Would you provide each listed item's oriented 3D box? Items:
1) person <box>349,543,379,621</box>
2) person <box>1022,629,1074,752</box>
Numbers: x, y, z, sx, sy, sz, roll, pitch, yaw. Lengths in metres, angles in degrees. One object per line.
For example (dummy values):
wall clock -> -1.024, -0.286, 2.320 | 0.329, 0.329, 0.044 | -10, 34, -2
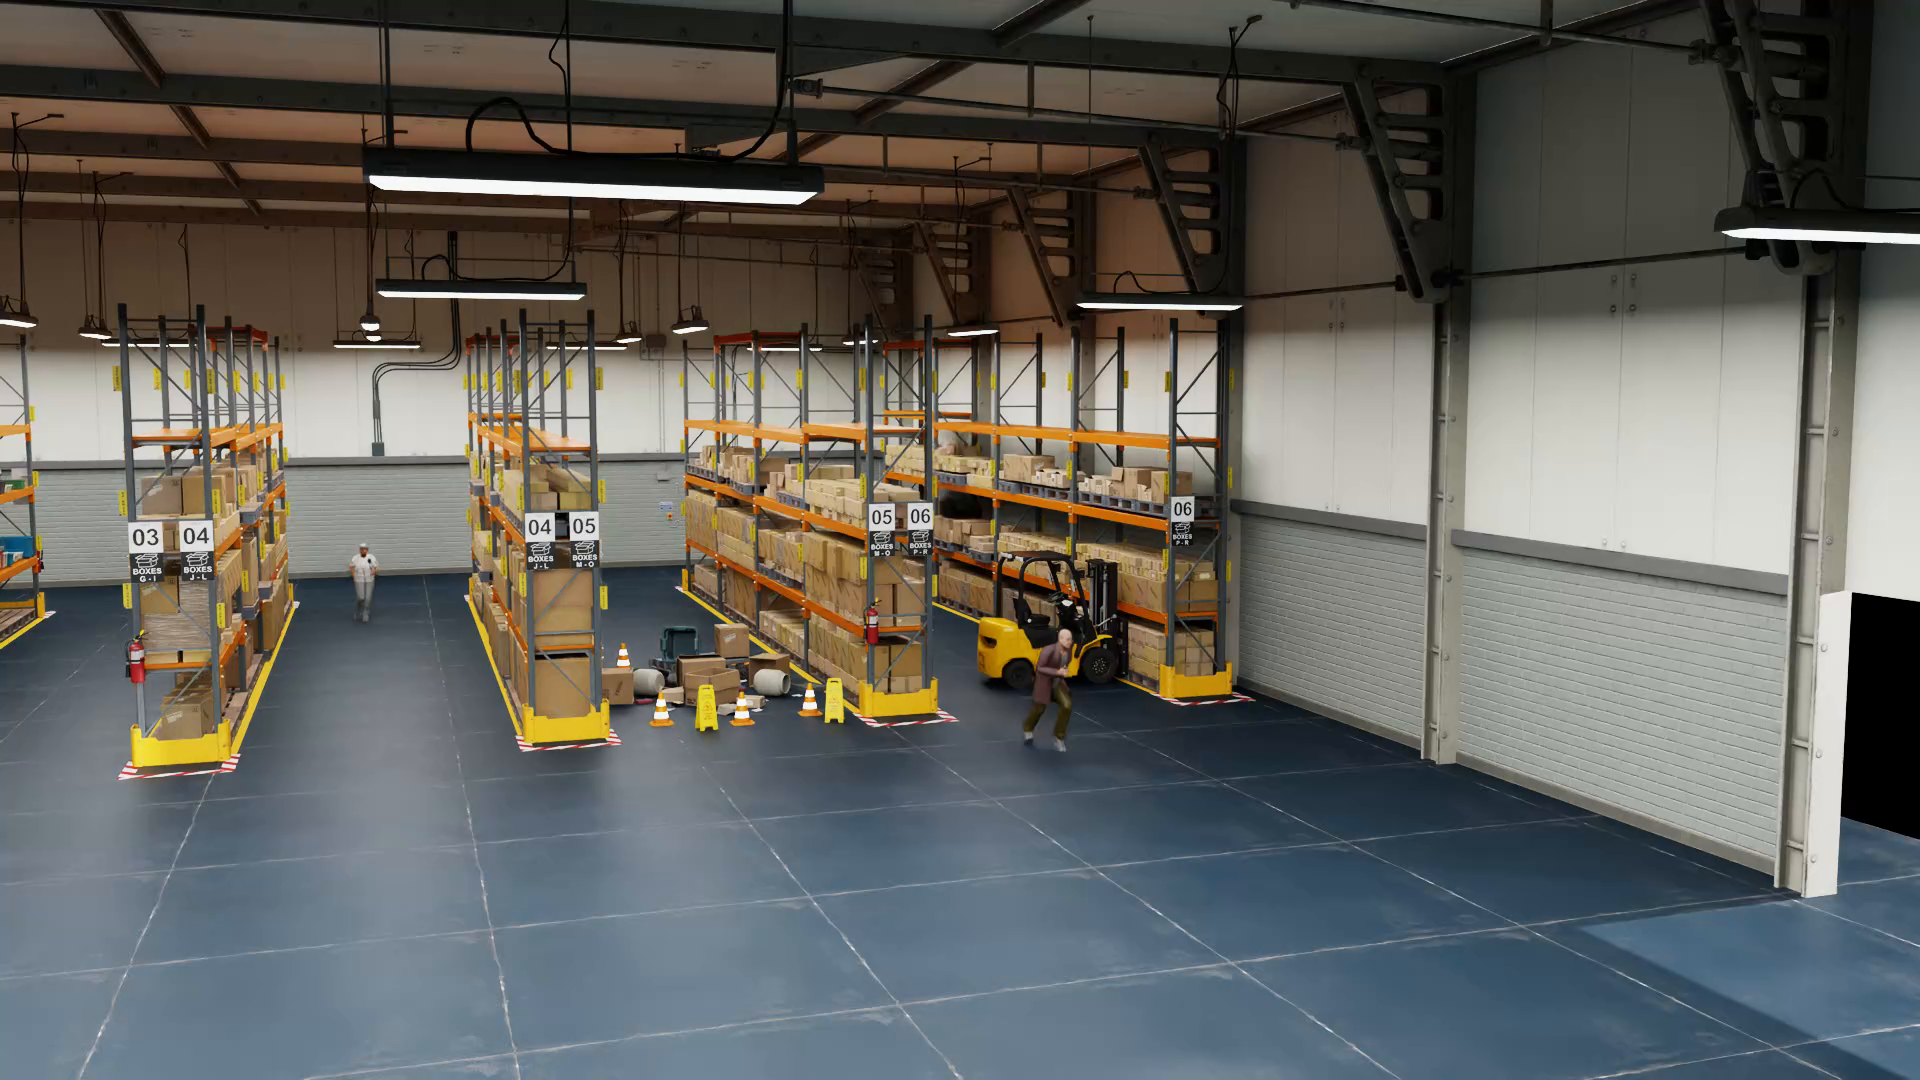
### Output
person -> -12.457, 0.884, 34.820 | 0.587, 1.633, 0.583 | -2, 6, -22
person -> 1.225, 2.037, 22.803 | 0.751, 1.734, 1.072 | -4, 7, -37
